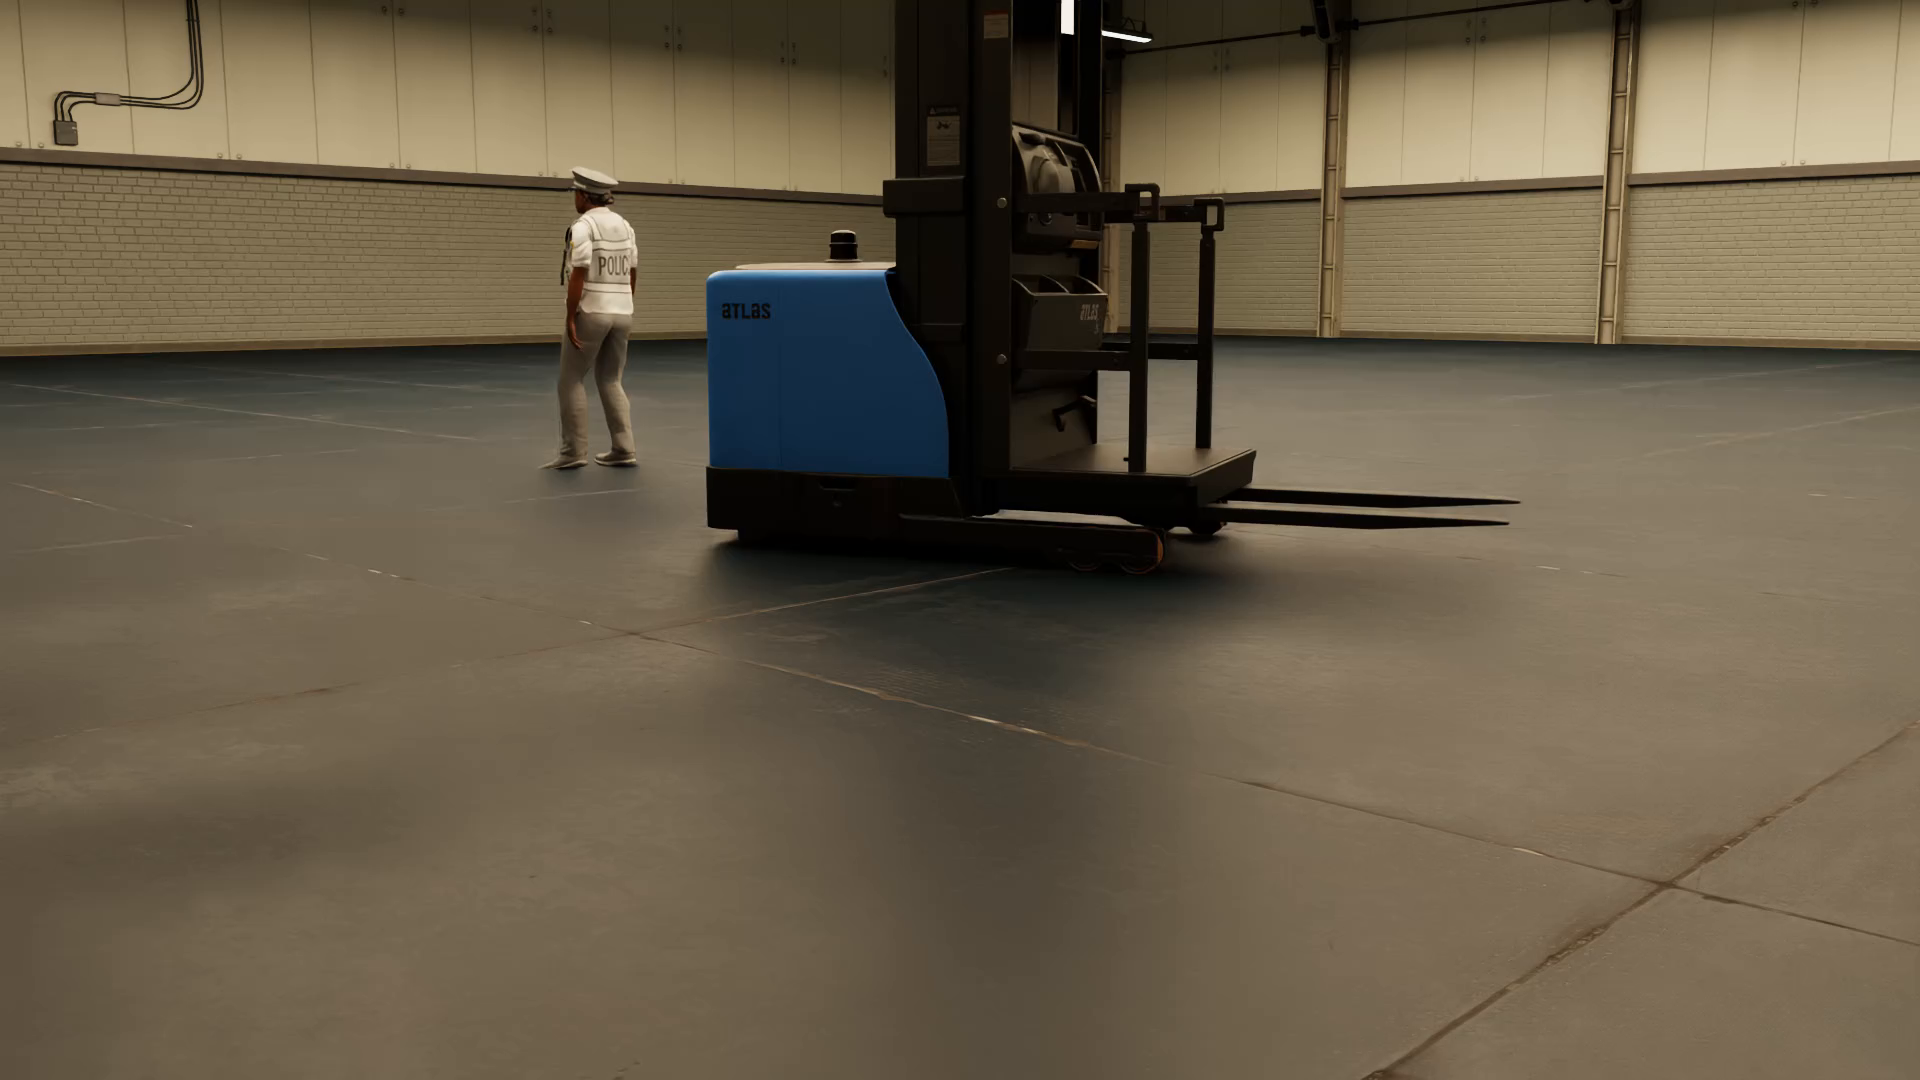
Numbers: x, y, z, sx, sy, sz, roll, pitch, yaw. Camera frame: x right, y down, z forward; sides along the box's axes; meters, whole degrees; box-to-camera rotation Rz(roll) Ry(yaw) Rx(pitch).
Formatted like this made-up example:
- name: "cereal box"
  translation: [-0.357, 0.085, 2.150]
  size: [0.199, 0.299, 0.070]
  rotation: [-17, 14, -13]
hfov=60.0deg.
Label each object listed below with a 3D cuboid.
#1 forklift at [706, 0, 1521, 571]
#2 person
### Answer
- name: "forklift"
  translation: [0.565, -1.416, 6.275]
  size: [3.031, 2.935, 1.130]
  rotation: [3, 9, 22]
- name: "person"
  translation: [-2.084, -1.234, 9.394]
  size: [0.470, 1.716, 0.530]
  rotation: [5, 10, 32]
